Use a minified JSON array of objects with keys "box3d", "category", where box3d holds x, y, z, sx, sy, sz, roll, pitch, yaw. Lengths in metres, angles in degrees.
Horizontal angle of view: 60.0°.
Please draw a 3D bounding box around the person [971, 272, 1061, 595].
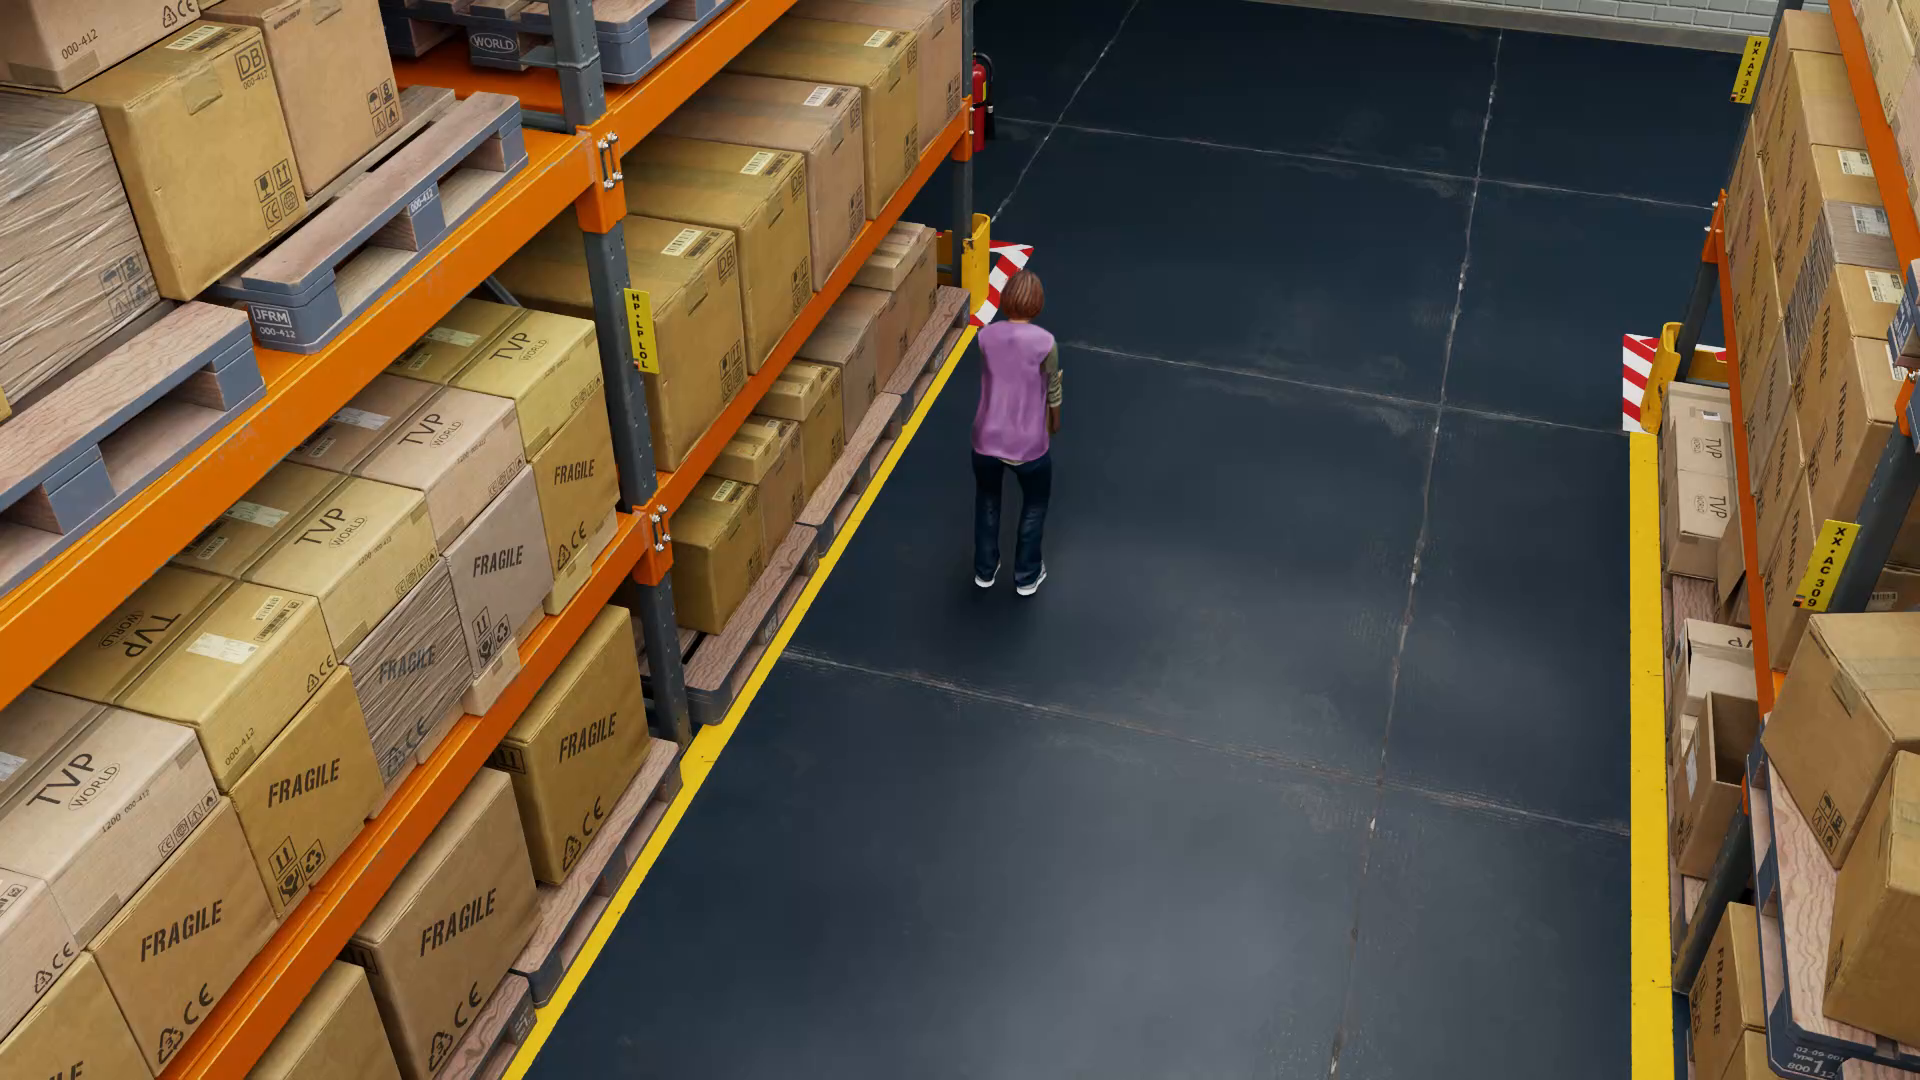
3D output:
[{"box3d":[0.250,-0.478,7.541,0.375,1.577,0.524,10,39,13],"category":"person"}]
